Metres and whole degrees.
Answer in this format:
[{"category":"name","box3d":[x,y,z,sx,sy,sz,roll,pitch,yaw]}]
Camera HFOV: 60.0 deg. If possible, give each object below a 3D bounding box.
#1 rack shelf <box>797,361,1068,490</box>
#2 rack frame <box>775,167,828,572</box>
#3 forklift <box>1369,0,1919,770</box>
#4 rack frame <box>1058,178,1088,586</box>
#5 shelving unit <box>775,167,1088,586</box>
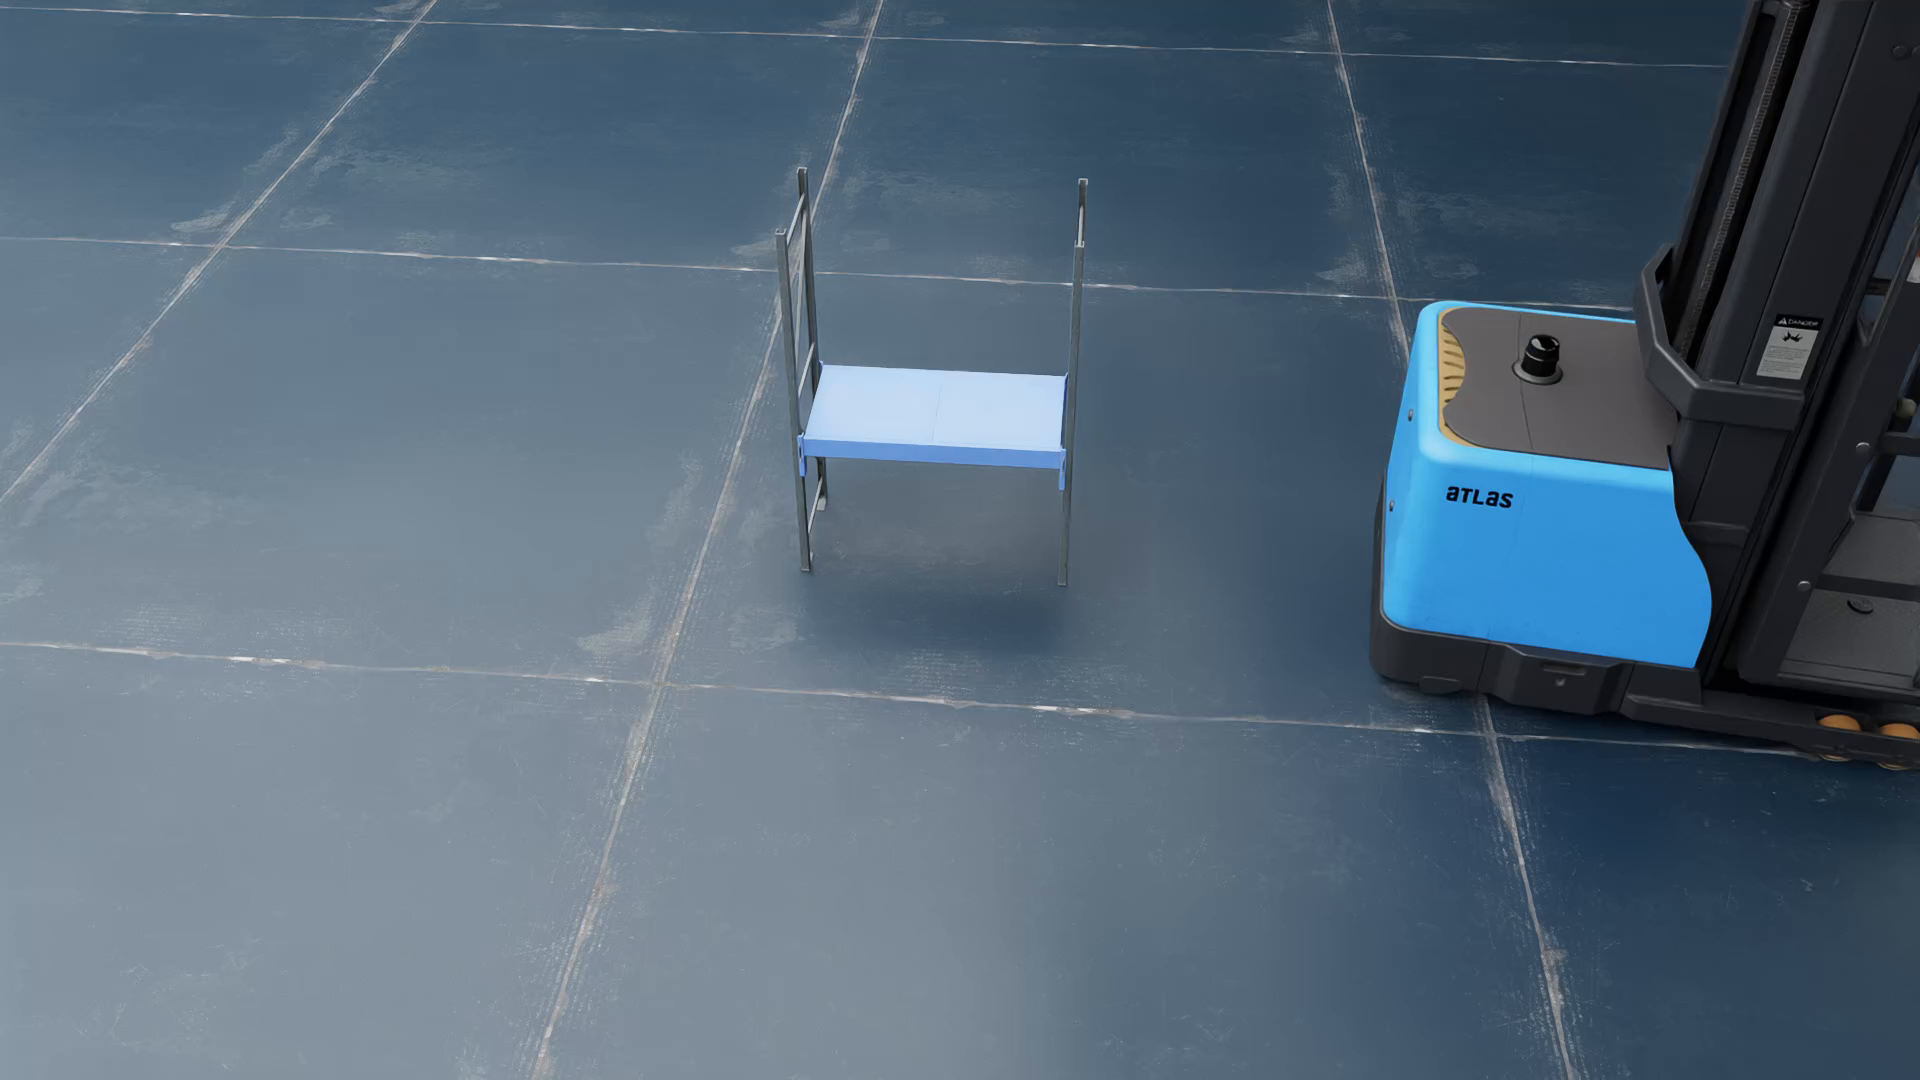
[{"category":"rack shelf","box3d":[-0.085,-0.447,6.396,1.000,0.185,0.538,3,39,4]},{"category":"rack frame","box3d":[-0.591,-0.614,6.316,0.032,1.500,0.500,3,39,4]},{"category":"forklift","box3d":[3.073,-0.708,5.297,3.031,2.935,1.130,8,40,10]},{"category":"rack frame","box3d":[0.421,-0.559,6.248,0.032,1.500,0.500,3,39,4]},{"category":"shelving unit","box3d":[-0.085,-0.586,6.282,1.048,1.500,0.538,3,39,4]}]
